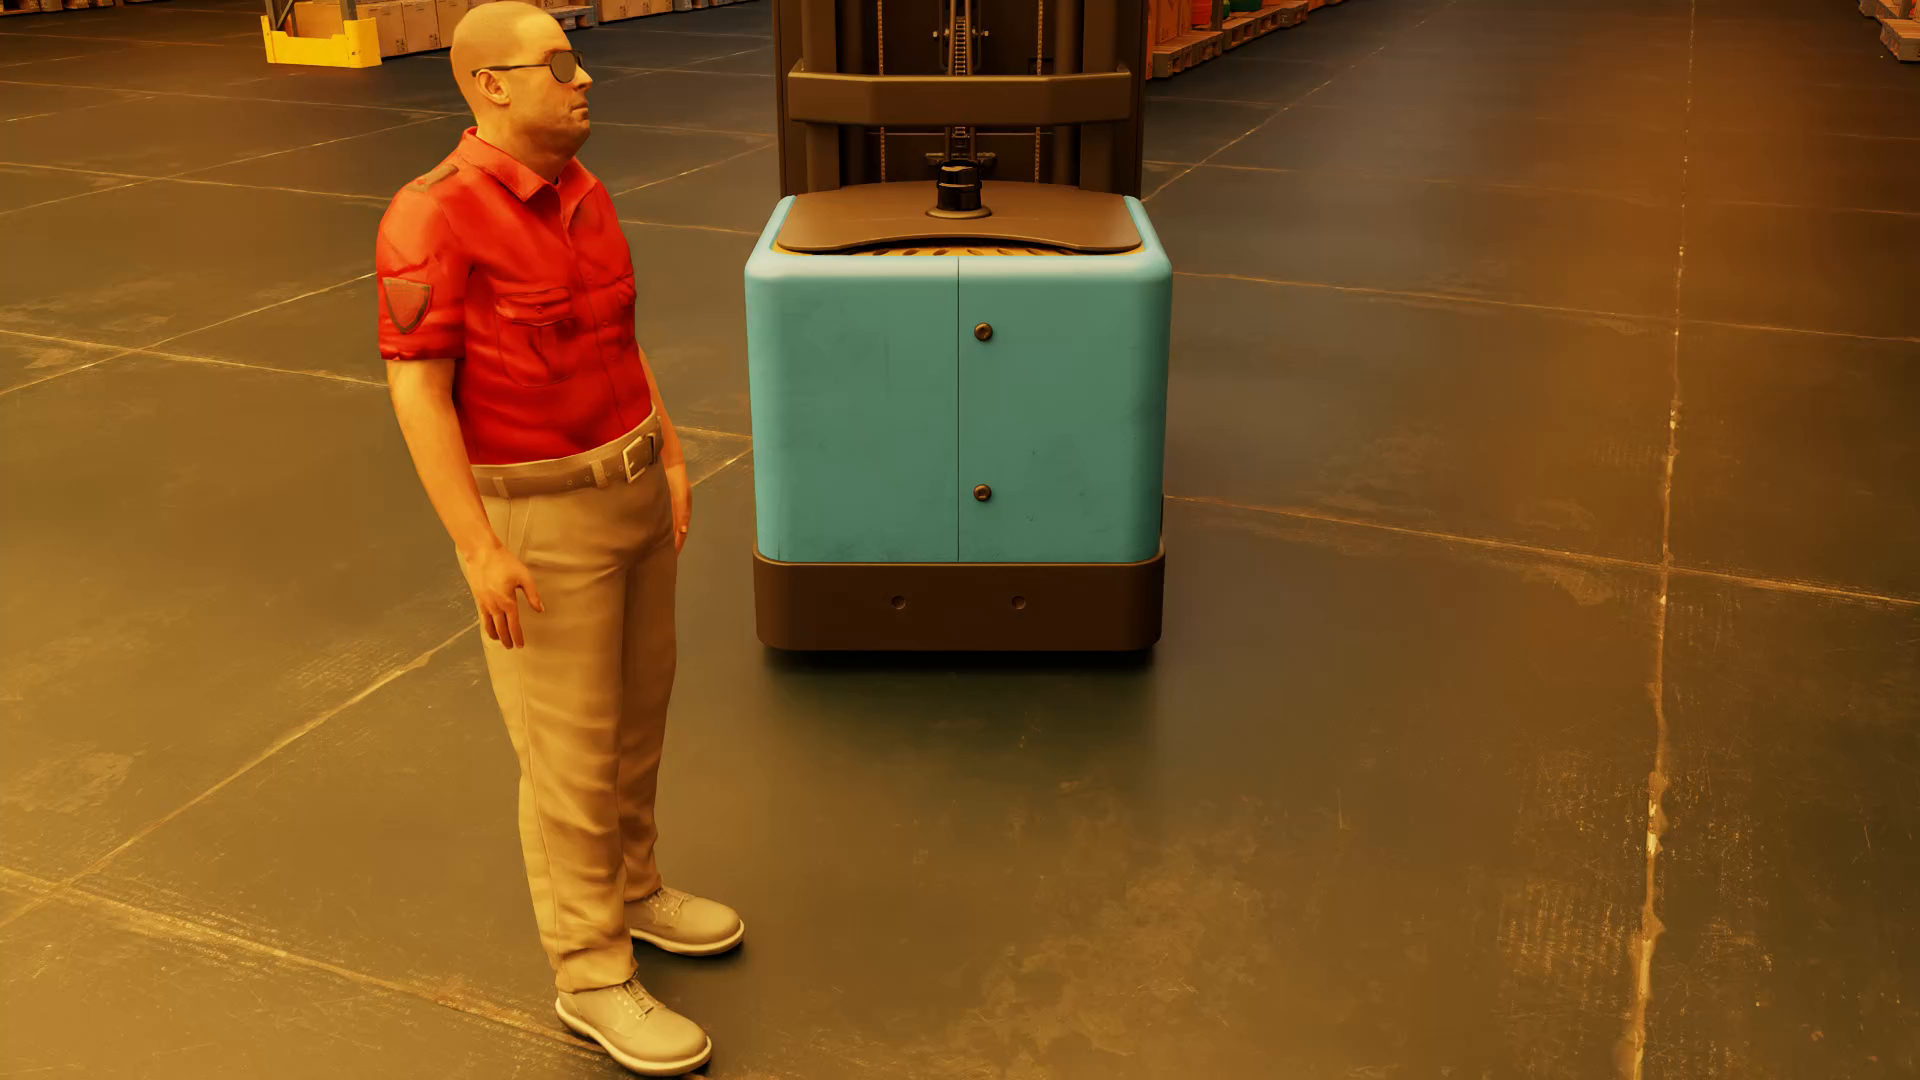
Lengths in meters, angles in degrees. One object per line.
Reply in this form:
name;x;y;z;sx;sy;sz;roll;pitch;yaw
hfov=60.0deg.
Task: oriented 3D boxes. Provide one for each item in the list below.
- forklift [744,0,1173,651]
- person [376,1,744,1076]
forklift;0.002;-1.587;5.089;1.130;2.935;3.031;0;23;0
person;-0.597;-0.013;2.863;0.550;1.728;0.643;9;24;20
